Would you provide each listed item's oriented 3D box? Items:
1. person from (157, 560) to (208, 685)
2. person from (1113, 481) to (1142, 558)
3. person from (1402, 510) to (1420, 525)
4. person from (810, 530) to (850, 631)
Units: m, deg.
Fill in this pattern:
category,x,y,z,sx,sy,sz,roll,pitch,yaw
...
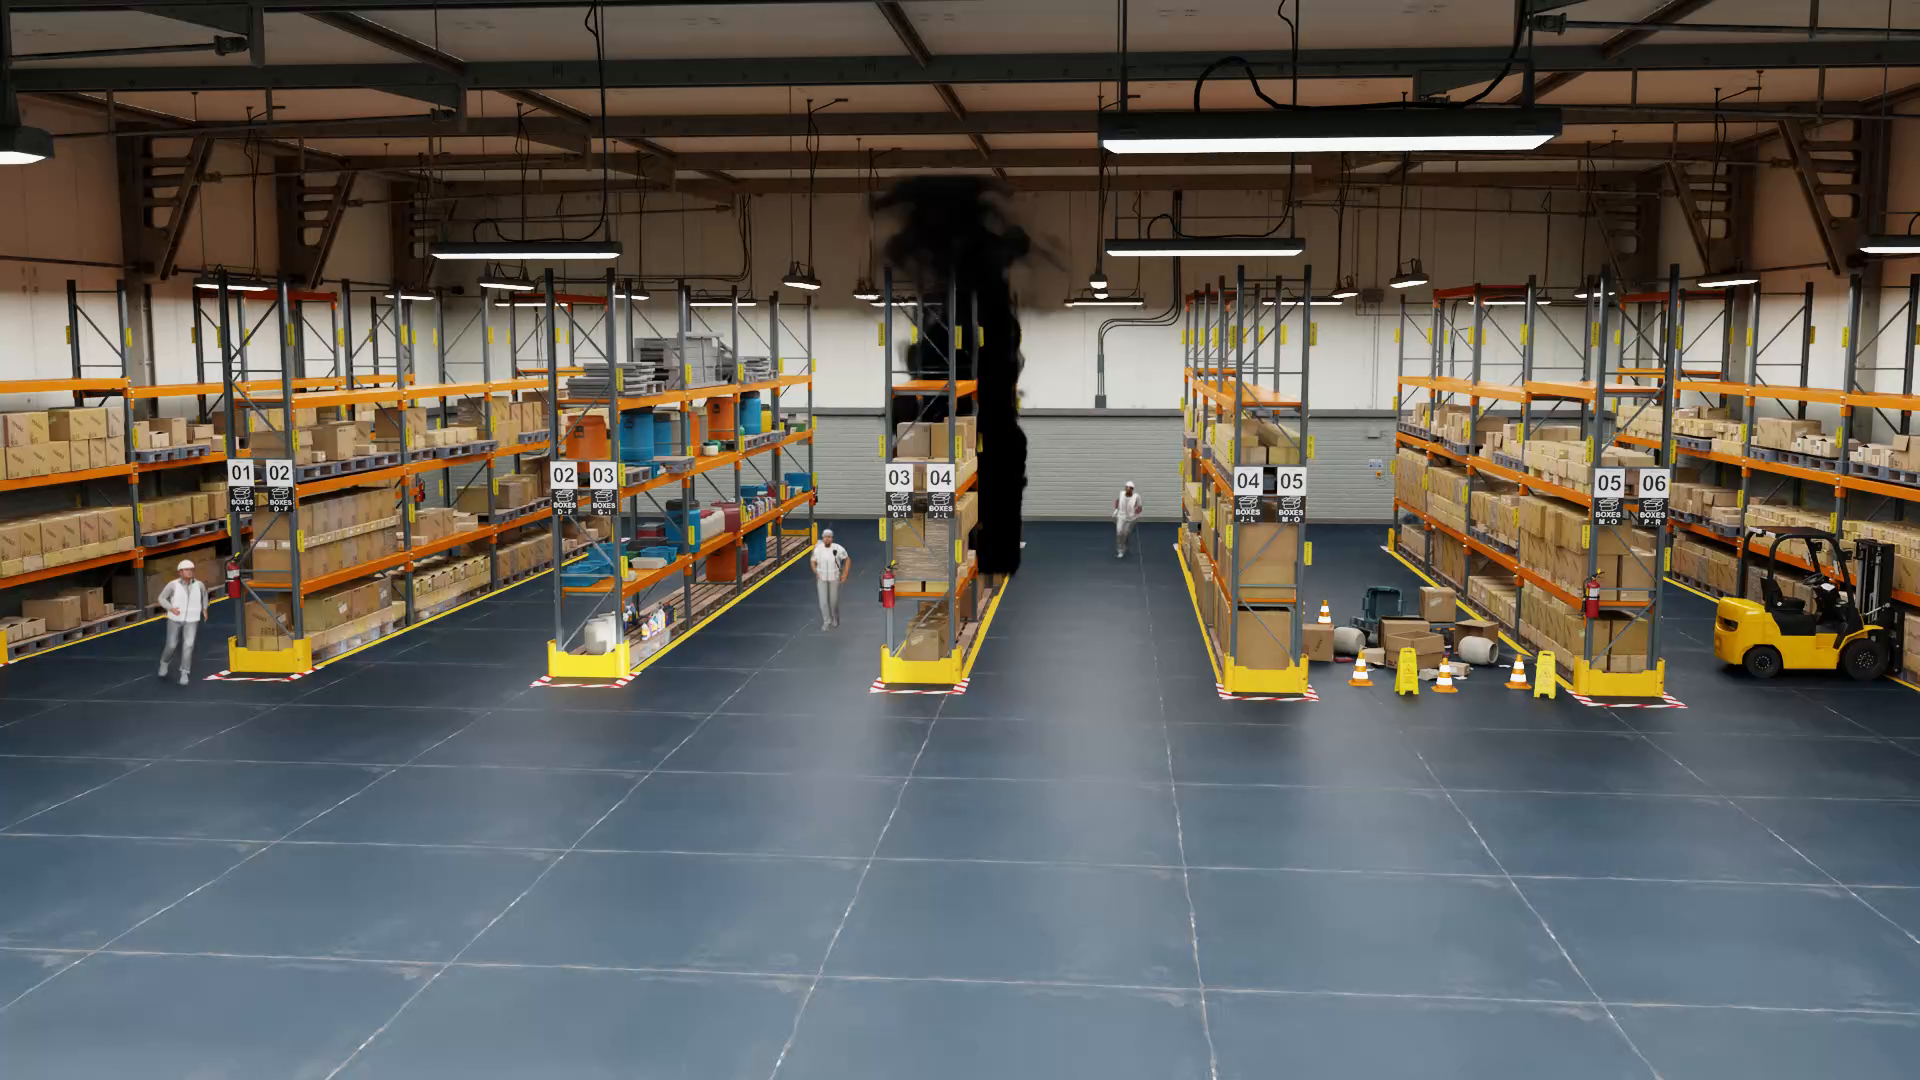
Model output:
category,x,y,z,sx,sy,sz,roll,pitch,yaw
person,-11.338,1.176,24.331,0.726,1.757,0.946,-5,8,-34
person,3.857,-0.497,38.148,0.673,1.743,0.966,2,7,13
person,11.068,-0.757,40.411,0.629,1.681,0.839,2,7,17
person,-2.113,0.651,26.897,0.640,1.643,0.498,0,7,3
